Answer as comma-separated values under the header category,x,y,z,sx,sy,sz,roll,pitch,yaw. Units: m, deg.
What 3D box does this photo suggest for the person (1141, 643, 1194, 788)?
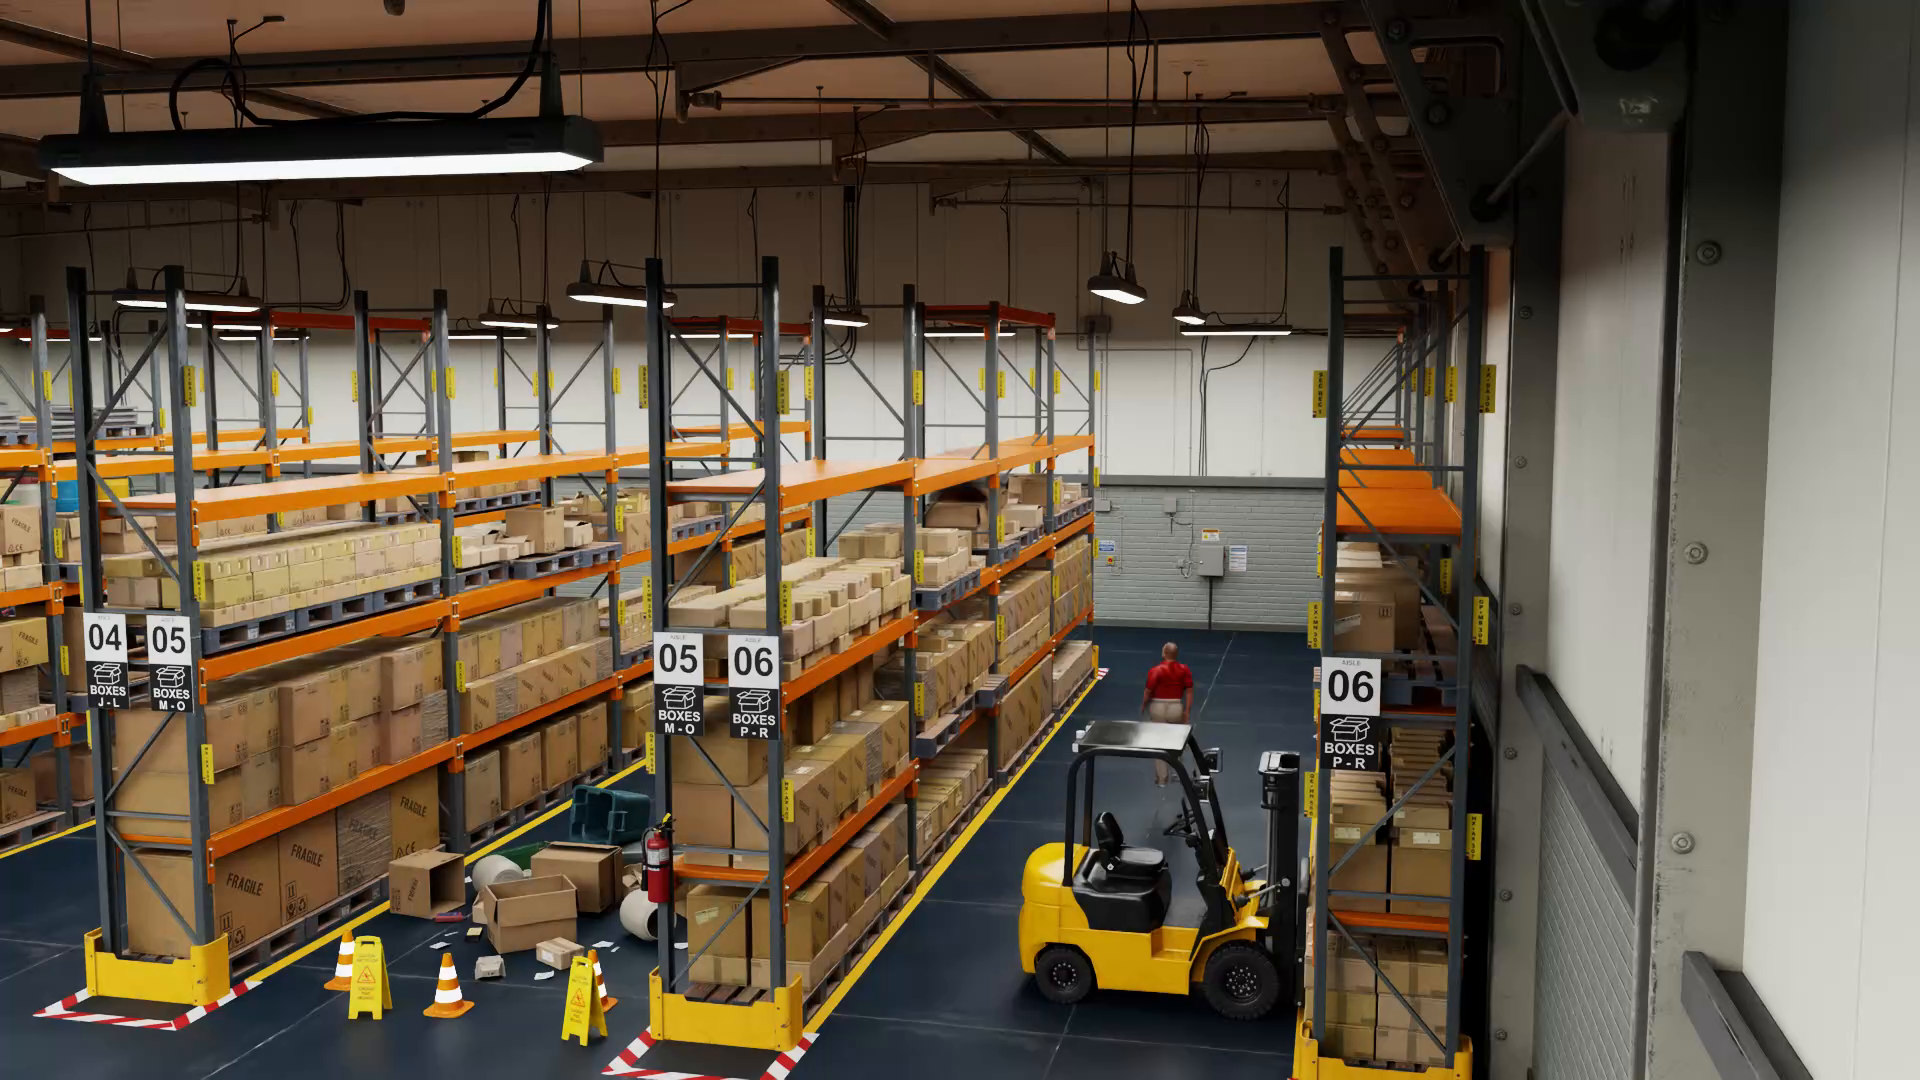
category,x,y,z,sx,sy,sz,roll,pitch,yaw
person,2.443,2.065,19.619,0.604,1.759,0.686,0,6,3
